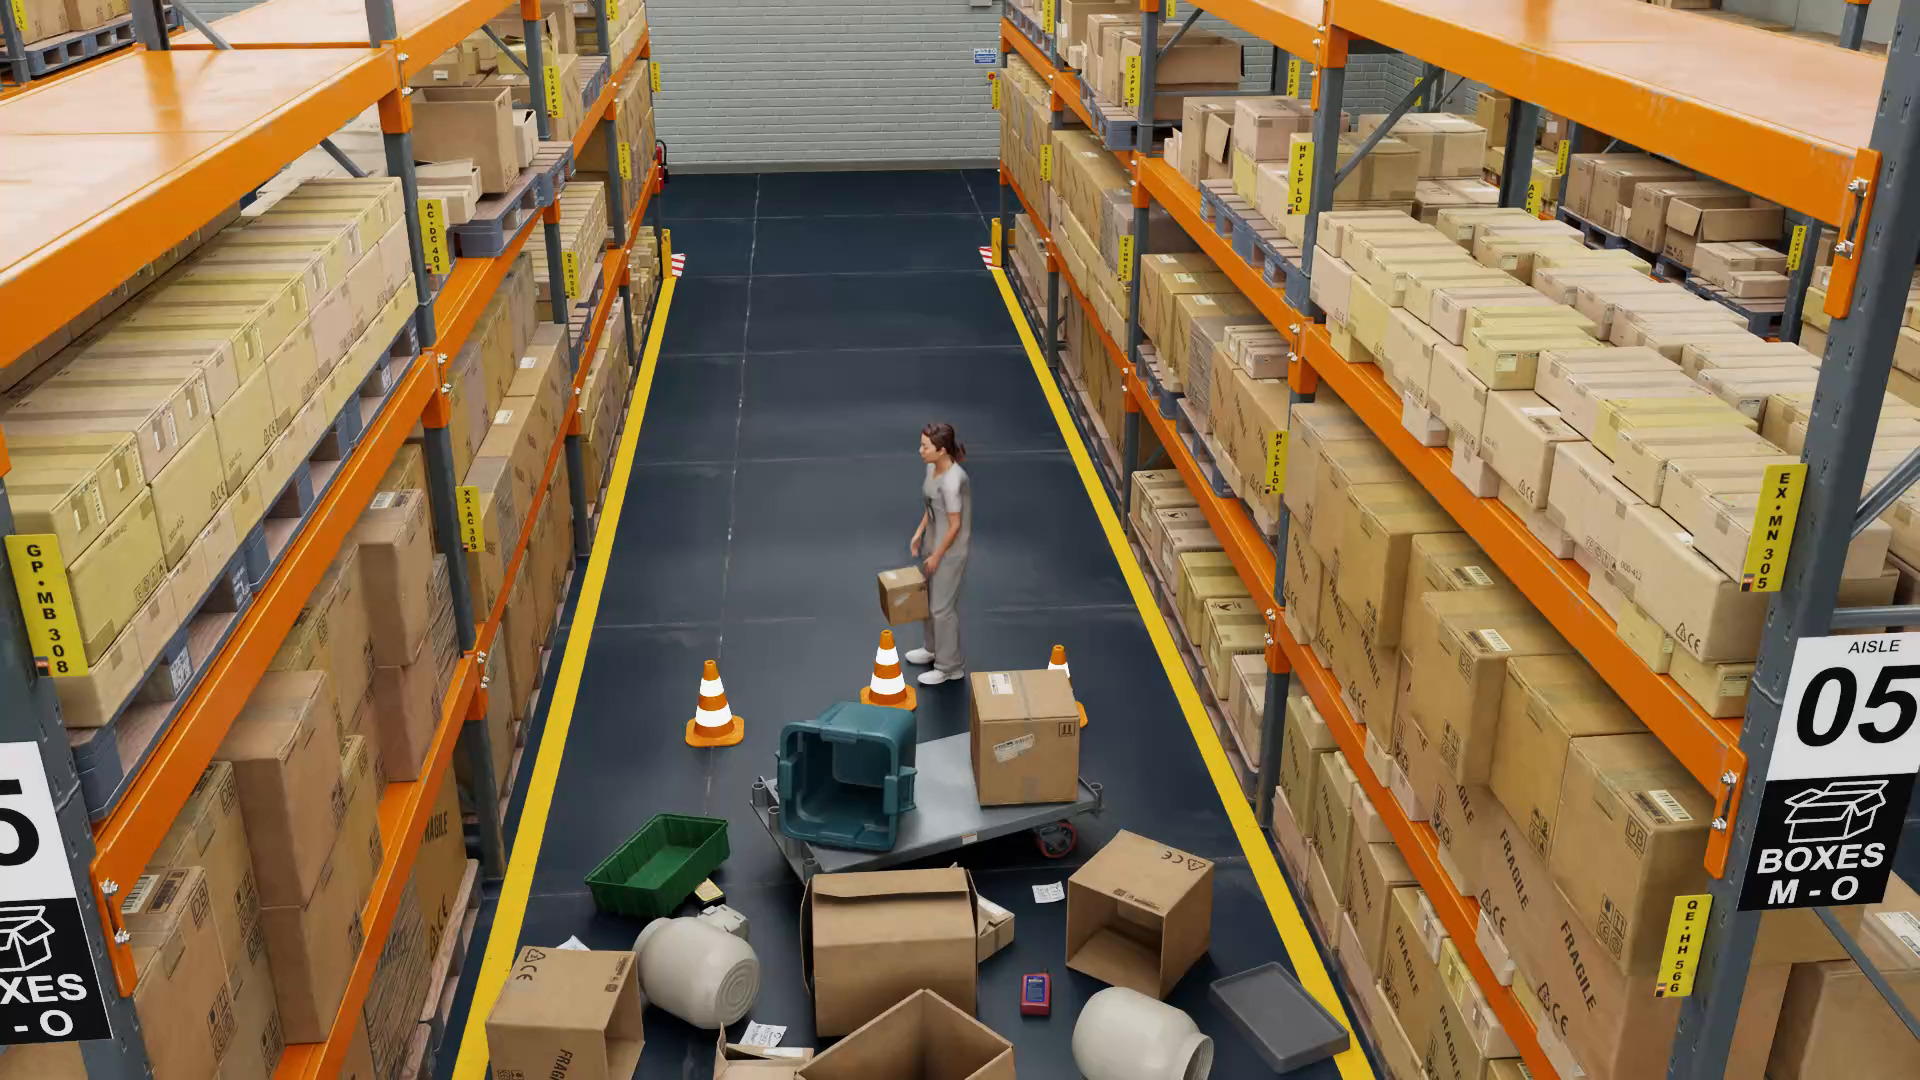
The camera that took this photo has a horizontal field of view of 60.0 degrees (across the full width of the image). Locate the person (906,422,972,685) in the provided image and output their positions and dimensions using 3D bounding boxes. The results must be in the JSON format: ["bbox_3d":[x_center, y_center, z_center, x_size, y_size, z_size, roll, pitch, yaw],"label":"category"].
[{"bbox_3d":[-0.121,0.064,10.162,0.364,1.676,0.474,-7,25,-15],"label":"person"}]
